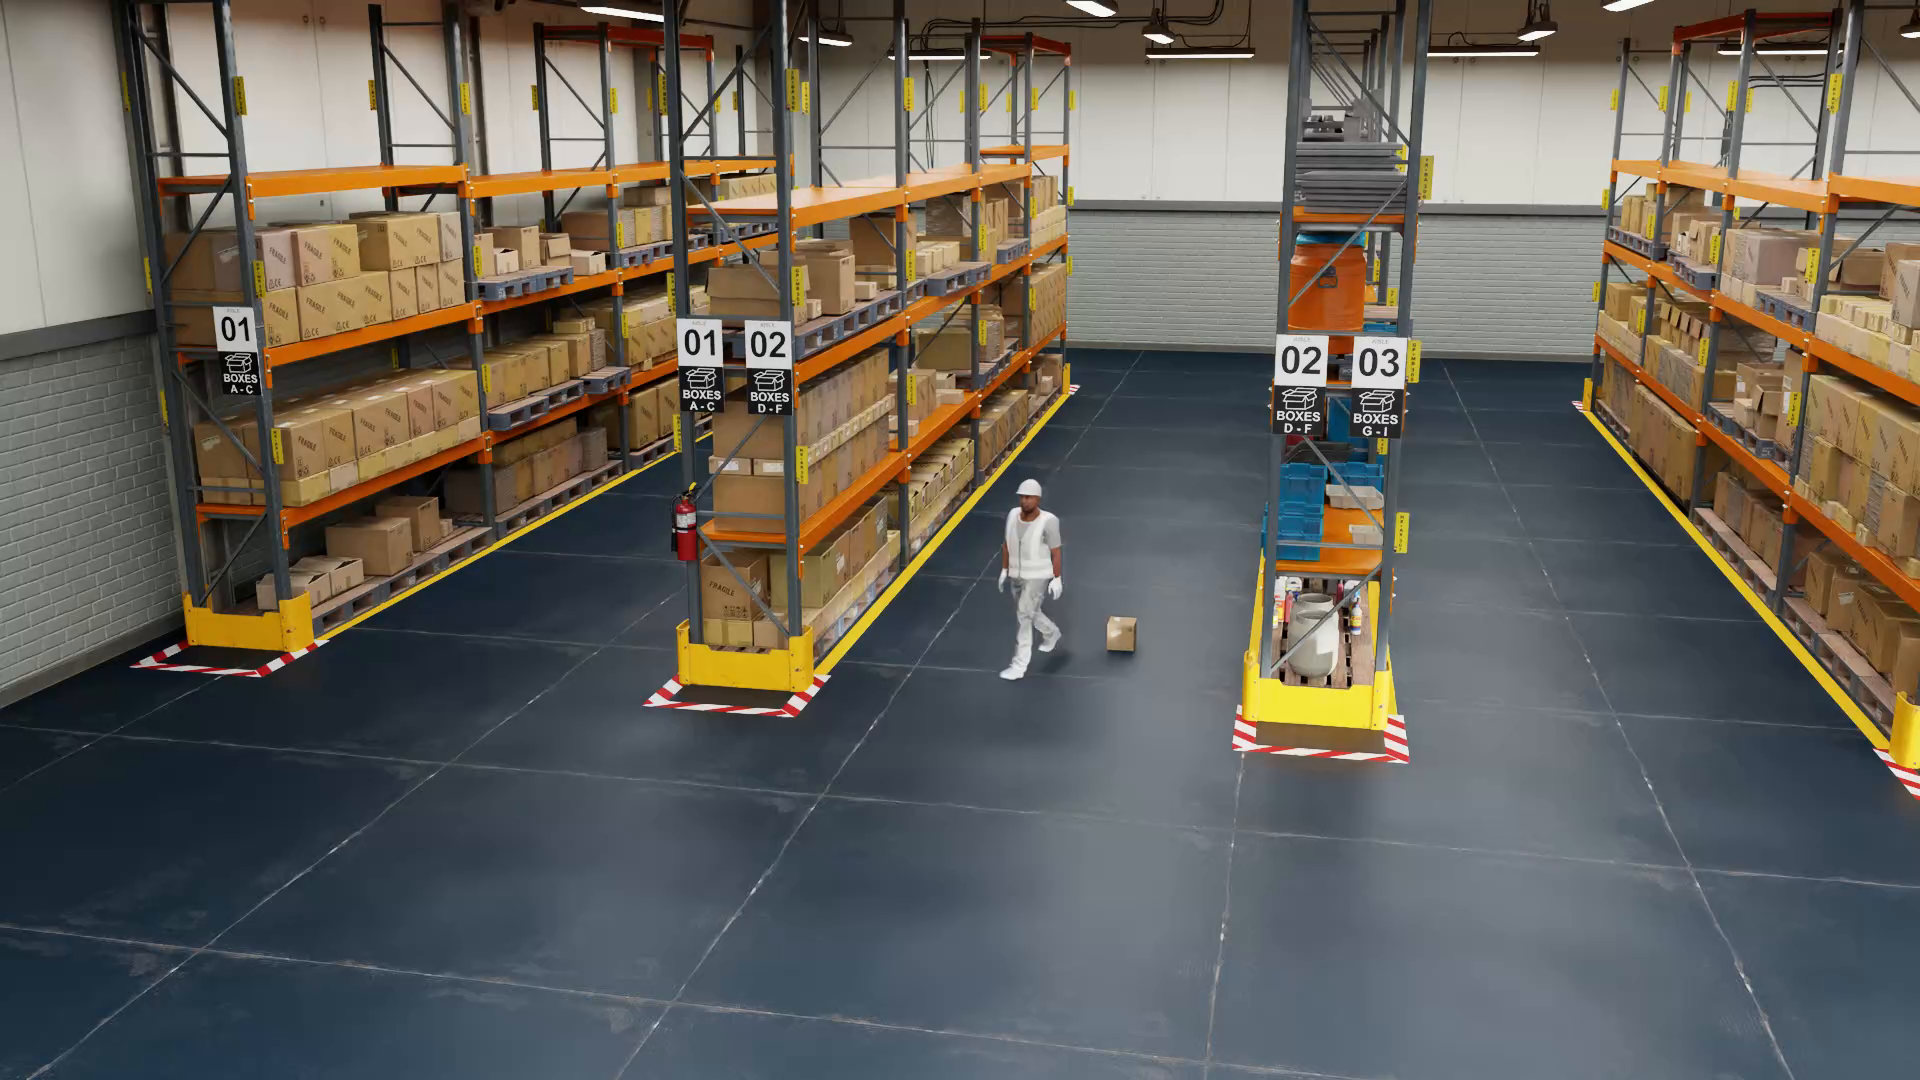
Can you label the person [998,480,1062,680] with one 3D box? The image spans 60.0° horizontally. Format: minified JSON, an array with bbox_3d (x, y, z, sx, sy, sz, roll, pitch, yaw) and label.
[{"bbox_3d":[0.639,0.310,14.790,0.547,1.751,1.022,12,19,40],"label":"person"}]
